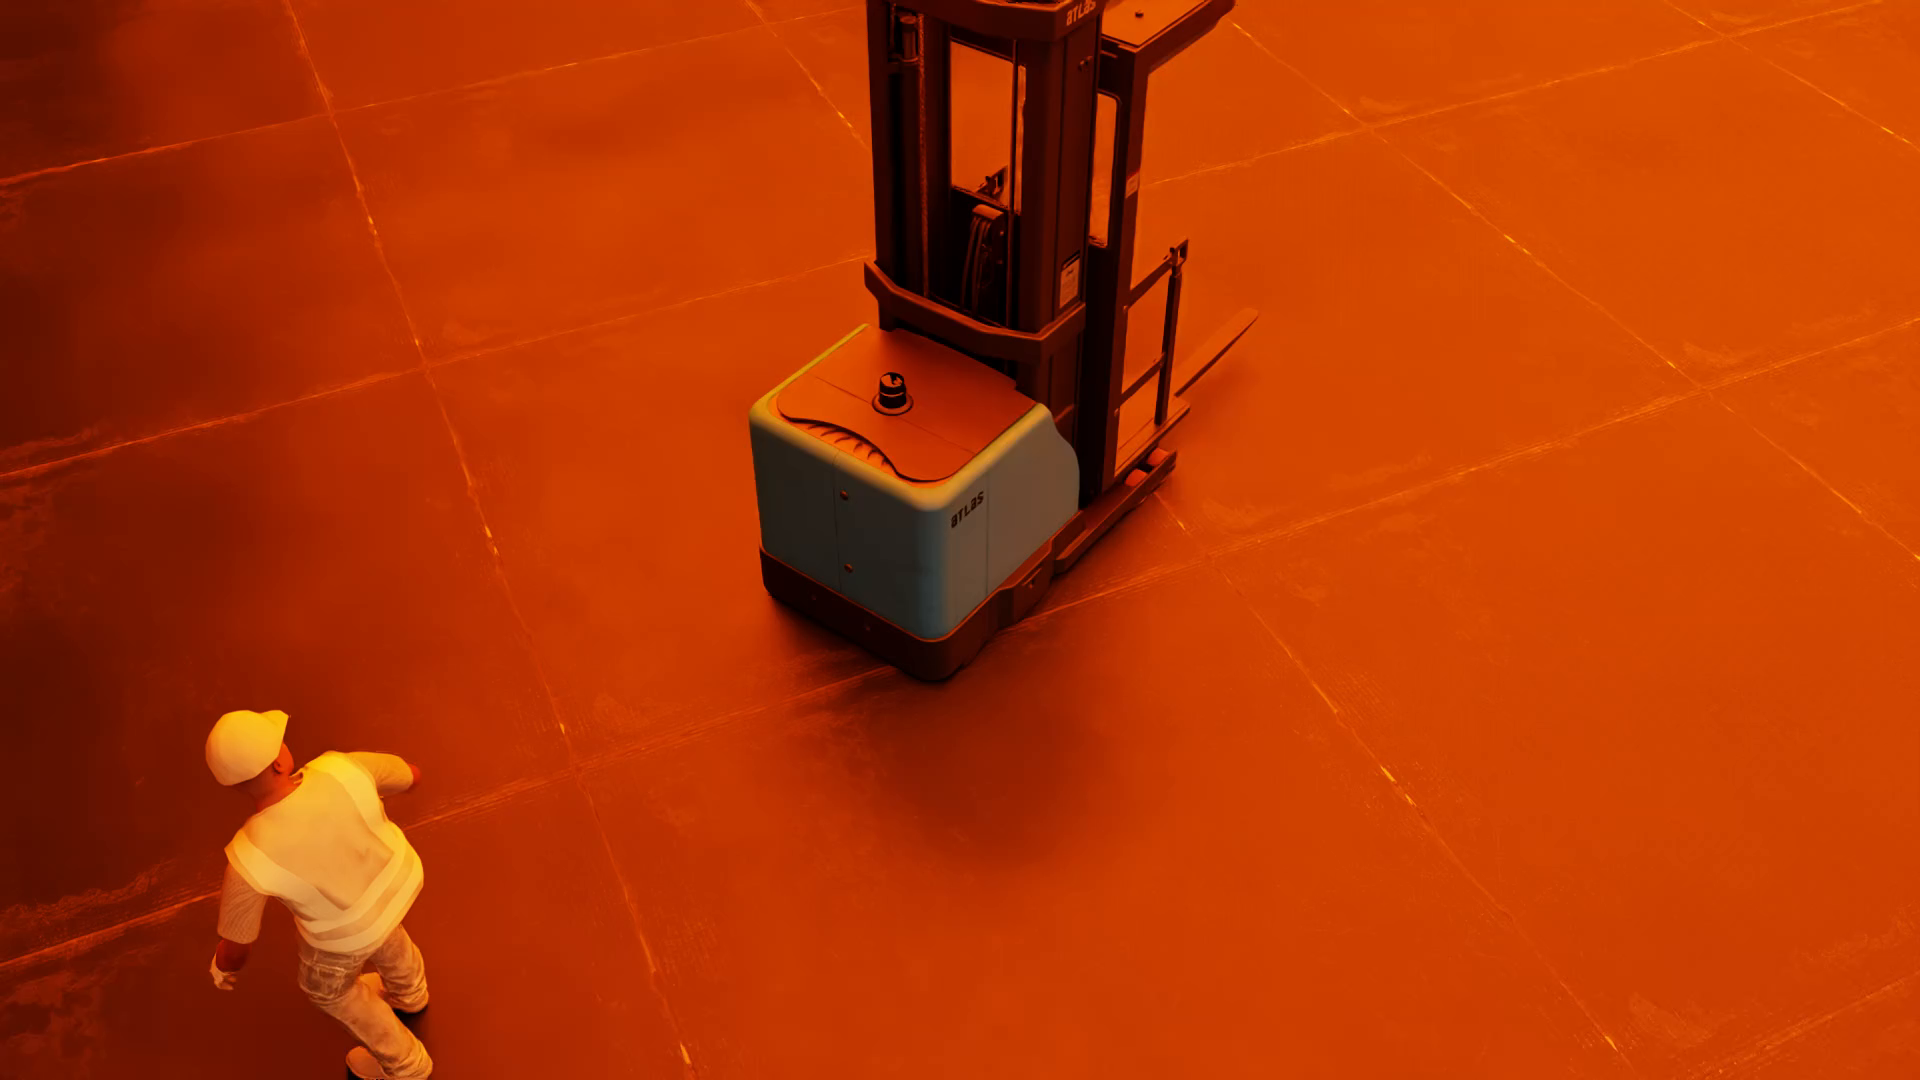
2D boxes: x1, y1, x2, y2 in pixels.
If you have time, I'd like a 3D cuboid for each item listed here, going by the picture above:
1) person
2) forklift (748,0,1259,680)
[{"bbox_3d":[-2.036,1.157,5.329,0.524,1.732,0.776,17,46,18],"label":"person"},{"bbox_3d":[0.400,-1.430,7.213,1.130,2.935,3.031,27,50,26],"label":"forklift"}]
